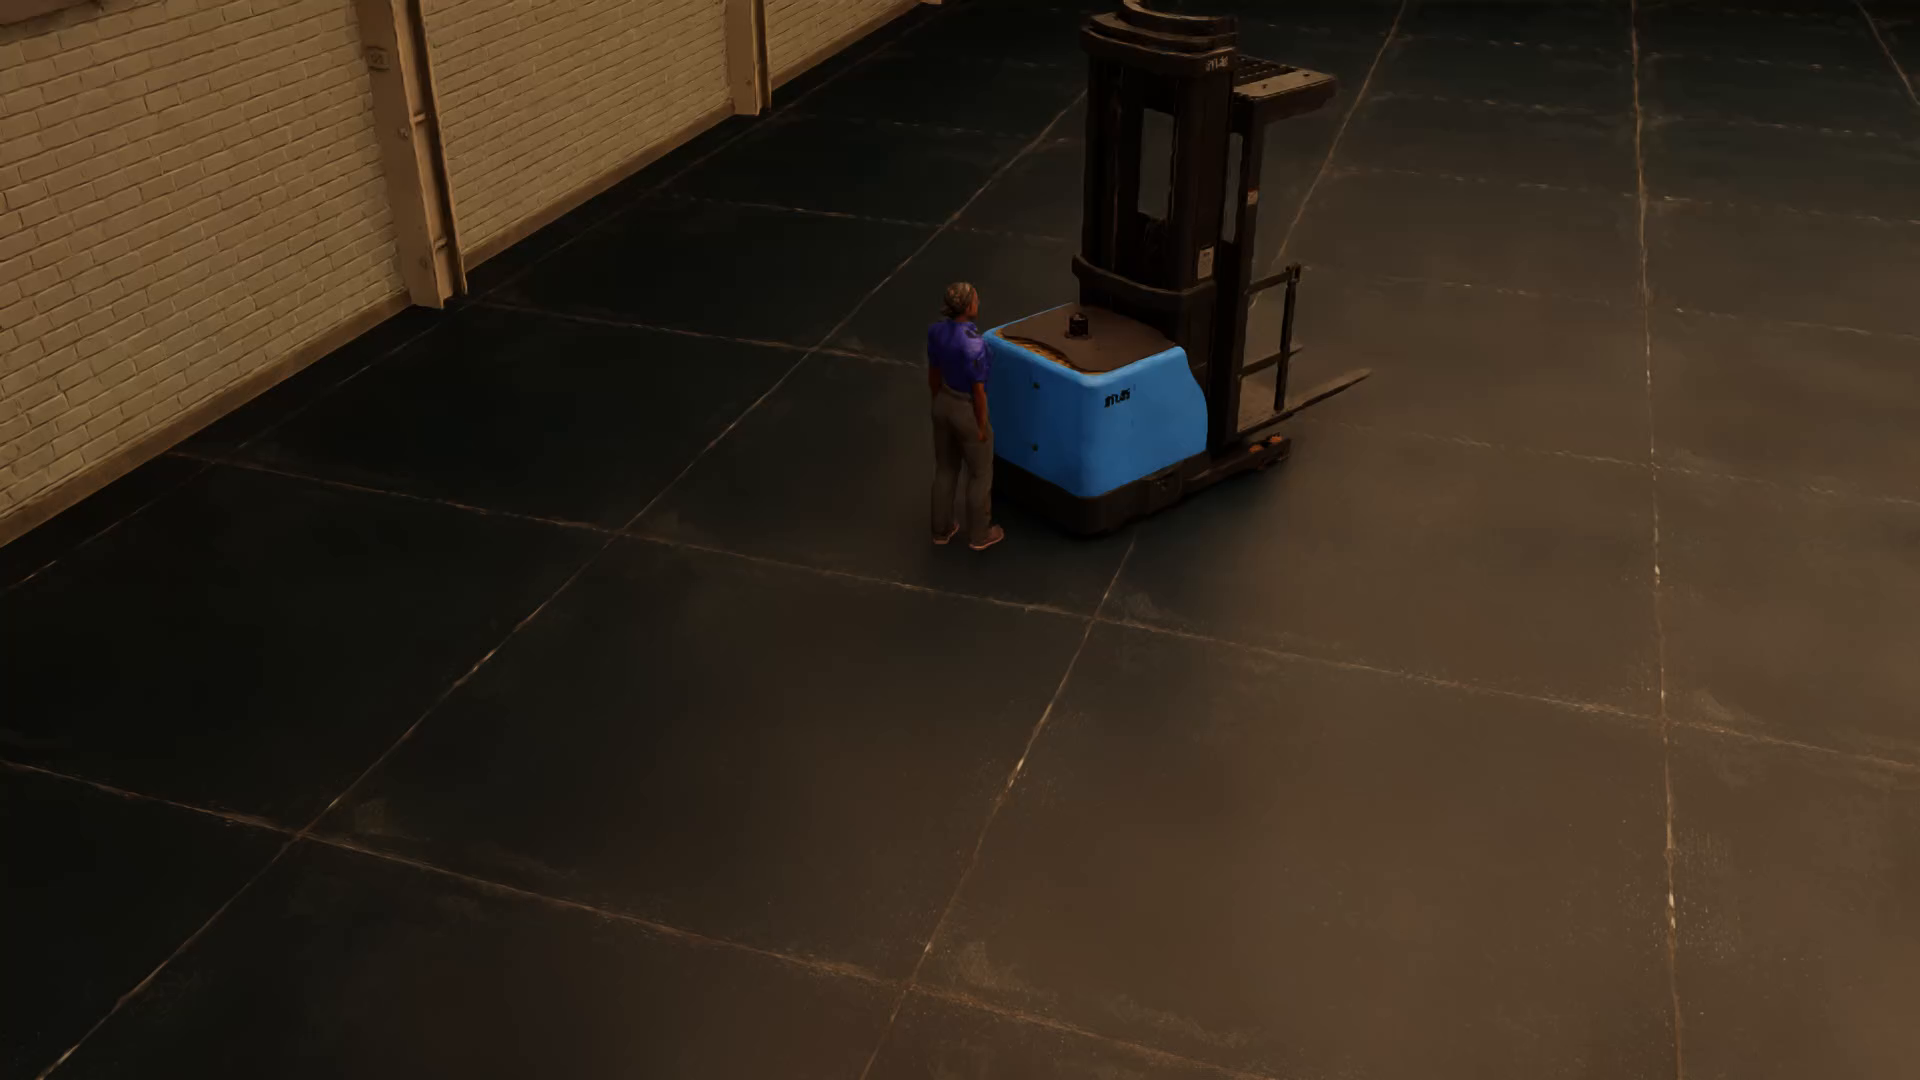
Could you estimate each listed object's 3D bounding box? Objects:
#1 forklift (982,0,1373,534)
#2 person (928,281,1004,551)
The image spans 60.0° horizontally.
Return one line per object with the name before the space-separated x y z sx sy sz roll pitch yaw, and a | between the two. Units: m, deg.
forklift | 1.558 -1.911 10.489 3.031 2.935 1.130 -23 37 -35
person | 0.033 -0.736 9.719 0.417 1.661 0.439 -23 37 -34
